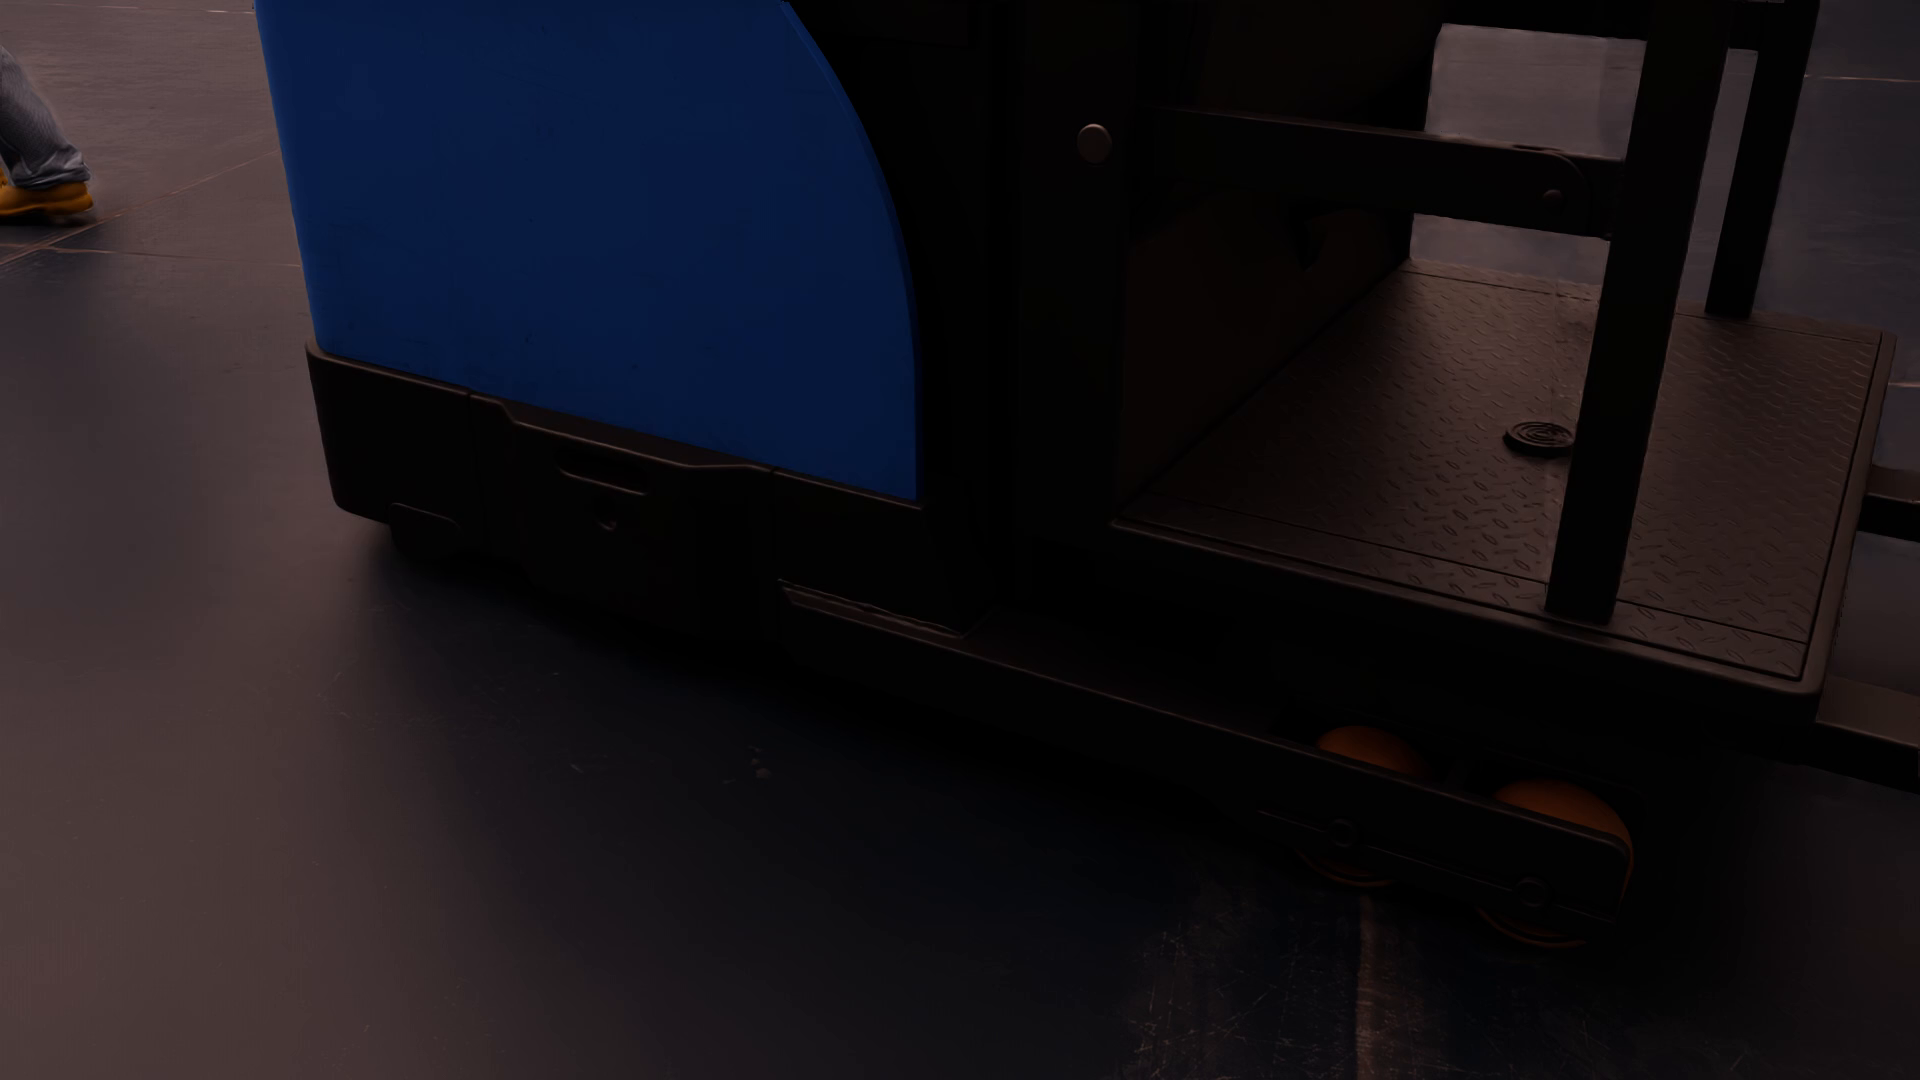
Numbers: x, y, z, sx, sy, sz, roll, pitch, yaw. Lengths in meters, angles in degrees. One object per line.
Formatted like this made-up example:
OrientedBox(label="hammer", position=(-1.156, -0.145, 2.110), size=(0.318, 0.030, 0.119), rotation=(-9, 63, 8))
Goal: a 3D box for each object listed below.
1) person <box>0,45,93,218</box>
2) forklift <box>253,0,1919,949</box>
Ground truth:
OrientedBox(label="person", position=(-2.420, -1.631, 3.813), size=(0.765, 1.745, 1.020), rotation=(7, 28, 14))
OrientedBox(label="forklift", position=(0.599, -1.171, 1.567), size=(3.031, 2.935, 1.130), rotation=(15, 30, 26))
